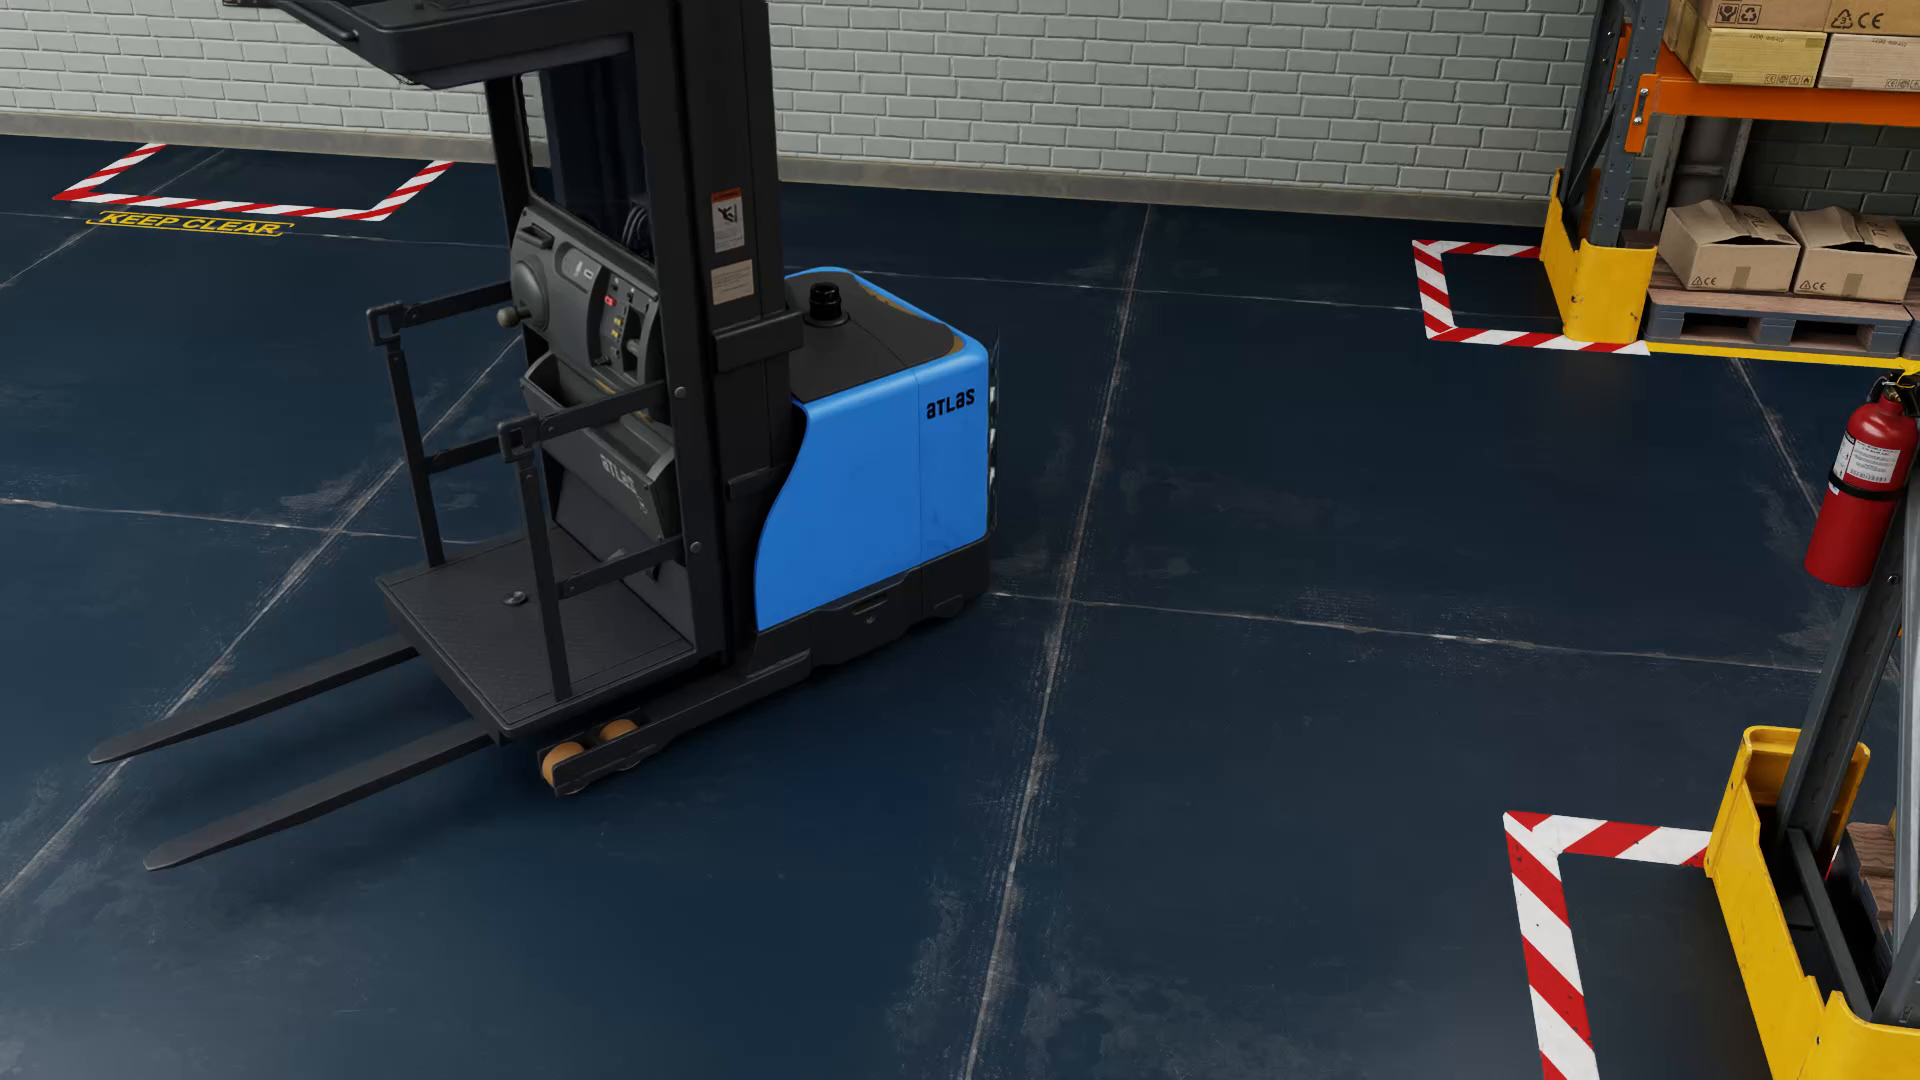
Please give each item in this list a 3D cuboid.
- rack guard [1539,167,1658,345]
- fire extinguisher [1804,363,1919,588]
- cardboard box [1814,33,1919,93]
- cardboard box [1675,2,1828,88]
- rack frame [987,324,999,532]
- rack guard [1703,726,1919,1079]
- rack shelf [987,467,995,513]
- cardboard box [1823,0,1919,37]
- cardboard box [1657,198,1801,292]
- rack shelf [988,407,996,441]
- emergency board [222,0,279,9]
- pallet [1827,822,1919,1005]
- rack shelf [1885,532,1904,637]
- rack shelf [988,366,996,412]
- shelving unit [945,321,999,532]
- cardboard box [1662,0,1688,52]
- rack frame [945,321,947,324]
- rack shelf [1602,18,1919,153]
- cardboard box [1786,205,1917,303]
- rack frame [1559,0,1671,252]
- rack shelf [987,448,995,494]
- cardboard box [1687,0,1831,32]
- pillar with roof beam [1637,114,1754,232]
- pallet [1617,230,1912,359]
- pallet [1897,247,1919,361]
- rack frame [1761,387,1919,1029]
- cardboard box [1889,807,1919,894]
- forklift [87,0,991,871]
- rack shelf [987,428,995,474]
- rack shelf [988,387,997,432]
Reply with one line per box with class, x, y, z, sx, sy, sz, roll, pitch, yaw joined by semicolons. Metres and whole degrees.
rack guard;3.313;-1.504;8.682;0.348;0.500;1.175;5;32;8
fire extinguisher;2.370;-0.200;4.315;0.183;0.674;0.296;5;32;8
cardboard box;4.180;-2.267;7.667;0.500;0.250;0.500;4;32;7
cardboard box;3.665;-2.306;7.729;0.500;0.250;0.500;4;32;7
rack frame;0.129;-0.382;6.511;0.006;0.900;0.240;5;32;7
rack guard;2.384;1.078;4.556;0.348;0.500;1.175;5;32;8
rack shelf;0.028;-0.209;6.636;0.200;0.077;0.258;5;32;7
cardboard box;4.143;-2.584;7.467;0.500;0.500;0.500;5;32;8
cardboard box;3.905;-1.508;8.452;0.500;0.311;0.500;2;32;3
rack shelf;0.028;-0.438;6.494;0.200;0.077;0.258;5;32;7
emergency board;-4.271;-3.737;9.892;0.643;1.169;0.194;5;32;8
pallet;3.169;1.249;4.556;1.213;0.211;1.003;5;32;8
rack shelf;4.380;0.504;3.795;4.000;0.370;1.077;5;32;8
rack shelf;0.028;-0.591;6.399;0.200;0.077;0.258;5;32;7
shelving unit;0.028;-0.390;6.523;0.210;0.900;0.258;5;32;7
cardboard box;3.731;-2.575;8.159;0.500;0.250;0.500;6;32;9
rack frame;-0.072;-0.398;6.536;0.006;0.900;0.240;5;32;7
rack shelf;5.209;-2.087;7.935;4.000;0.370;1.077;5;32;8
cardboard box;4.467;-1.458;8.371;0.500;0.311;0.500;8;33;12
rack frame;3.238;-2.570;8.029;0.127;3.000;1.000;5;32;8
rack shelf;0.028;-0.285;6.588;0.200;0.077;0.258;5;32;7
cardboard box;3.658;-2.633;7.546;0.500;0.500;0.500;5;32;8
pillar with roof beam;3.349;-3.252;3.464;0.400;9.000;9.100;5;32;8
pallet;4.108;-1.291;8.613;1.213;0.211;1.003;5;32;8
pallet;5.307;-1.181;8.437;1.213;0.211;1.003;5;32;8
rack frame;2.408;0.021;3.890;0.127;3.000;1.000;5;32;8
cardboard box;2.986;0.901;4.678;0.500;0.250;0.500;5;32;8
forklift;-1.358;-0.732;5.156;3.031;2.935;1.130;-23;38;-31
rack shelf;0.028;-0.362;6.541;0.200;0.077;0.258;5;32;7
rack shelf;0.028;-0.514;6.446;0.200;0.077;0.258;5;32;7
